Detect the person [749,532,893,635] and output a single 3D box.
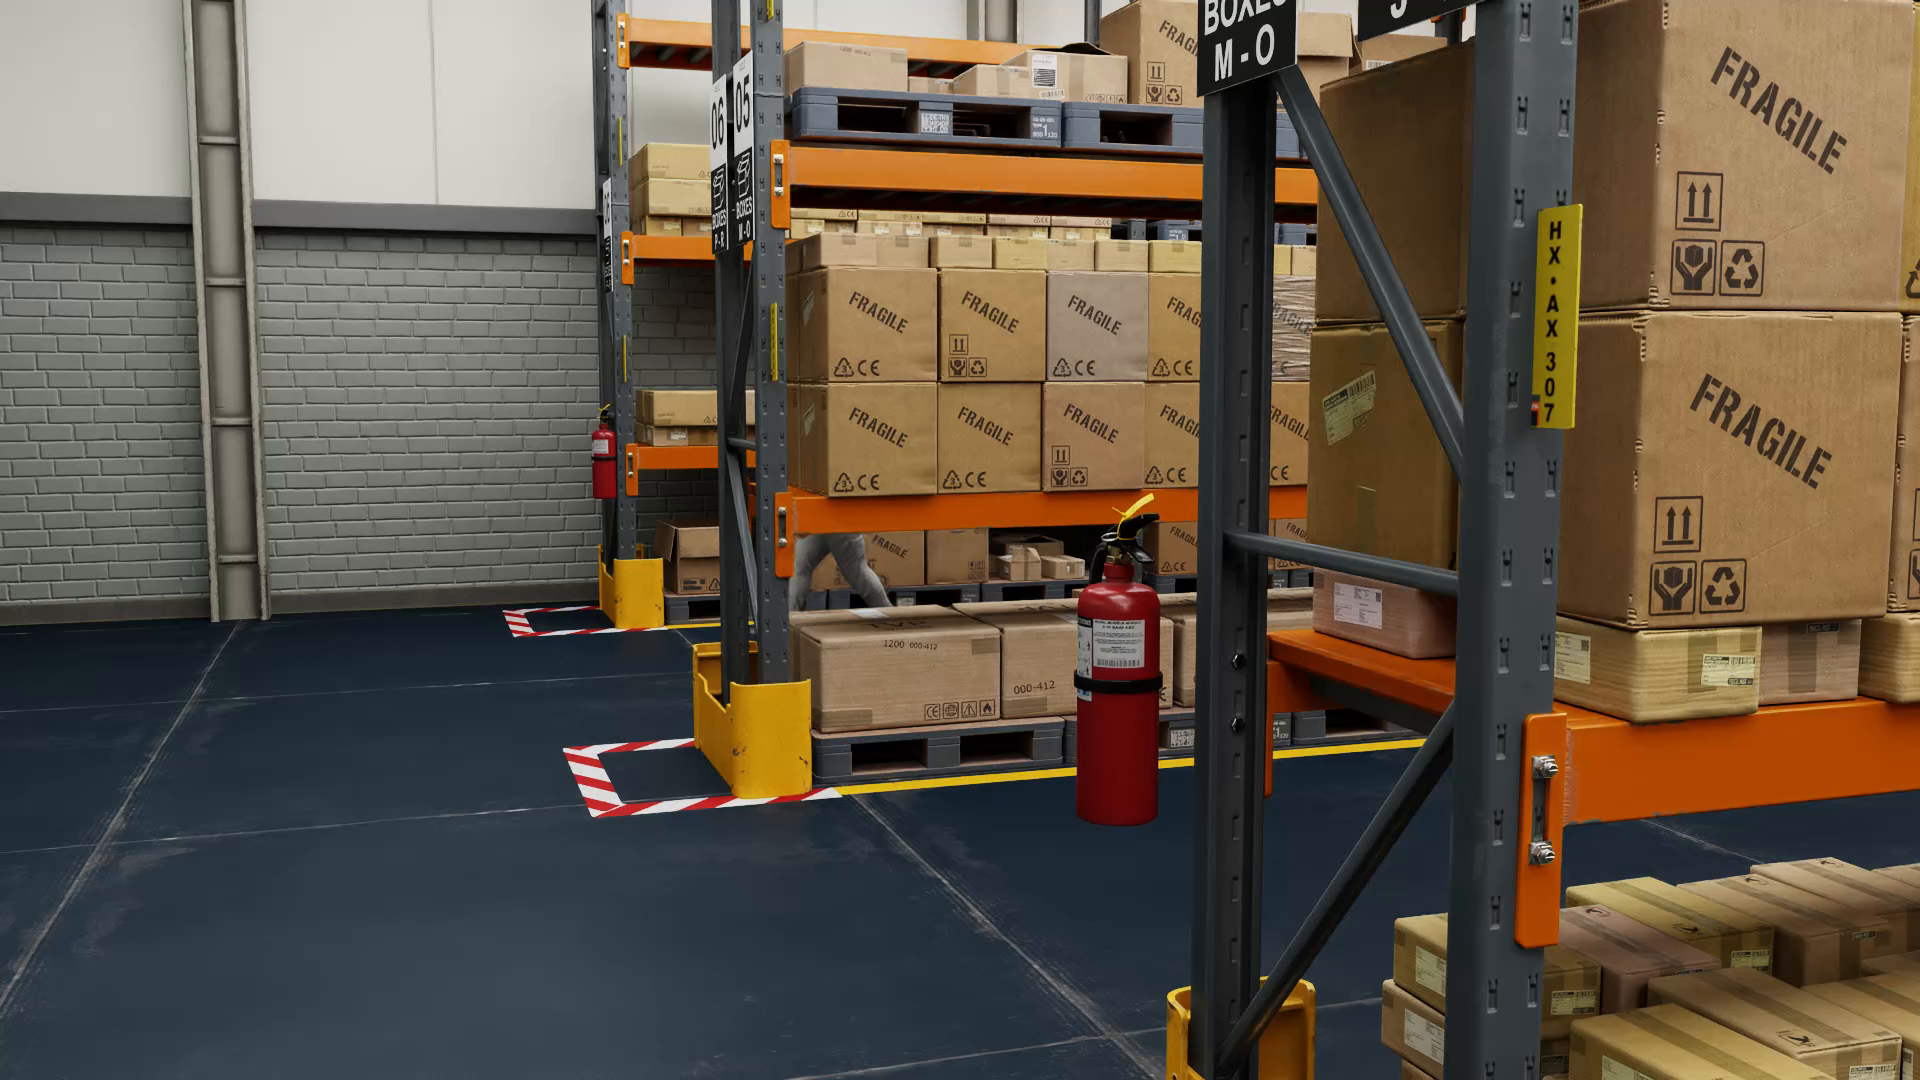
[{"bbox_3d":[-0.917,-0.135,11.279,1.027,1.600,0.490,-2,6,-22],"label":"person"}]
